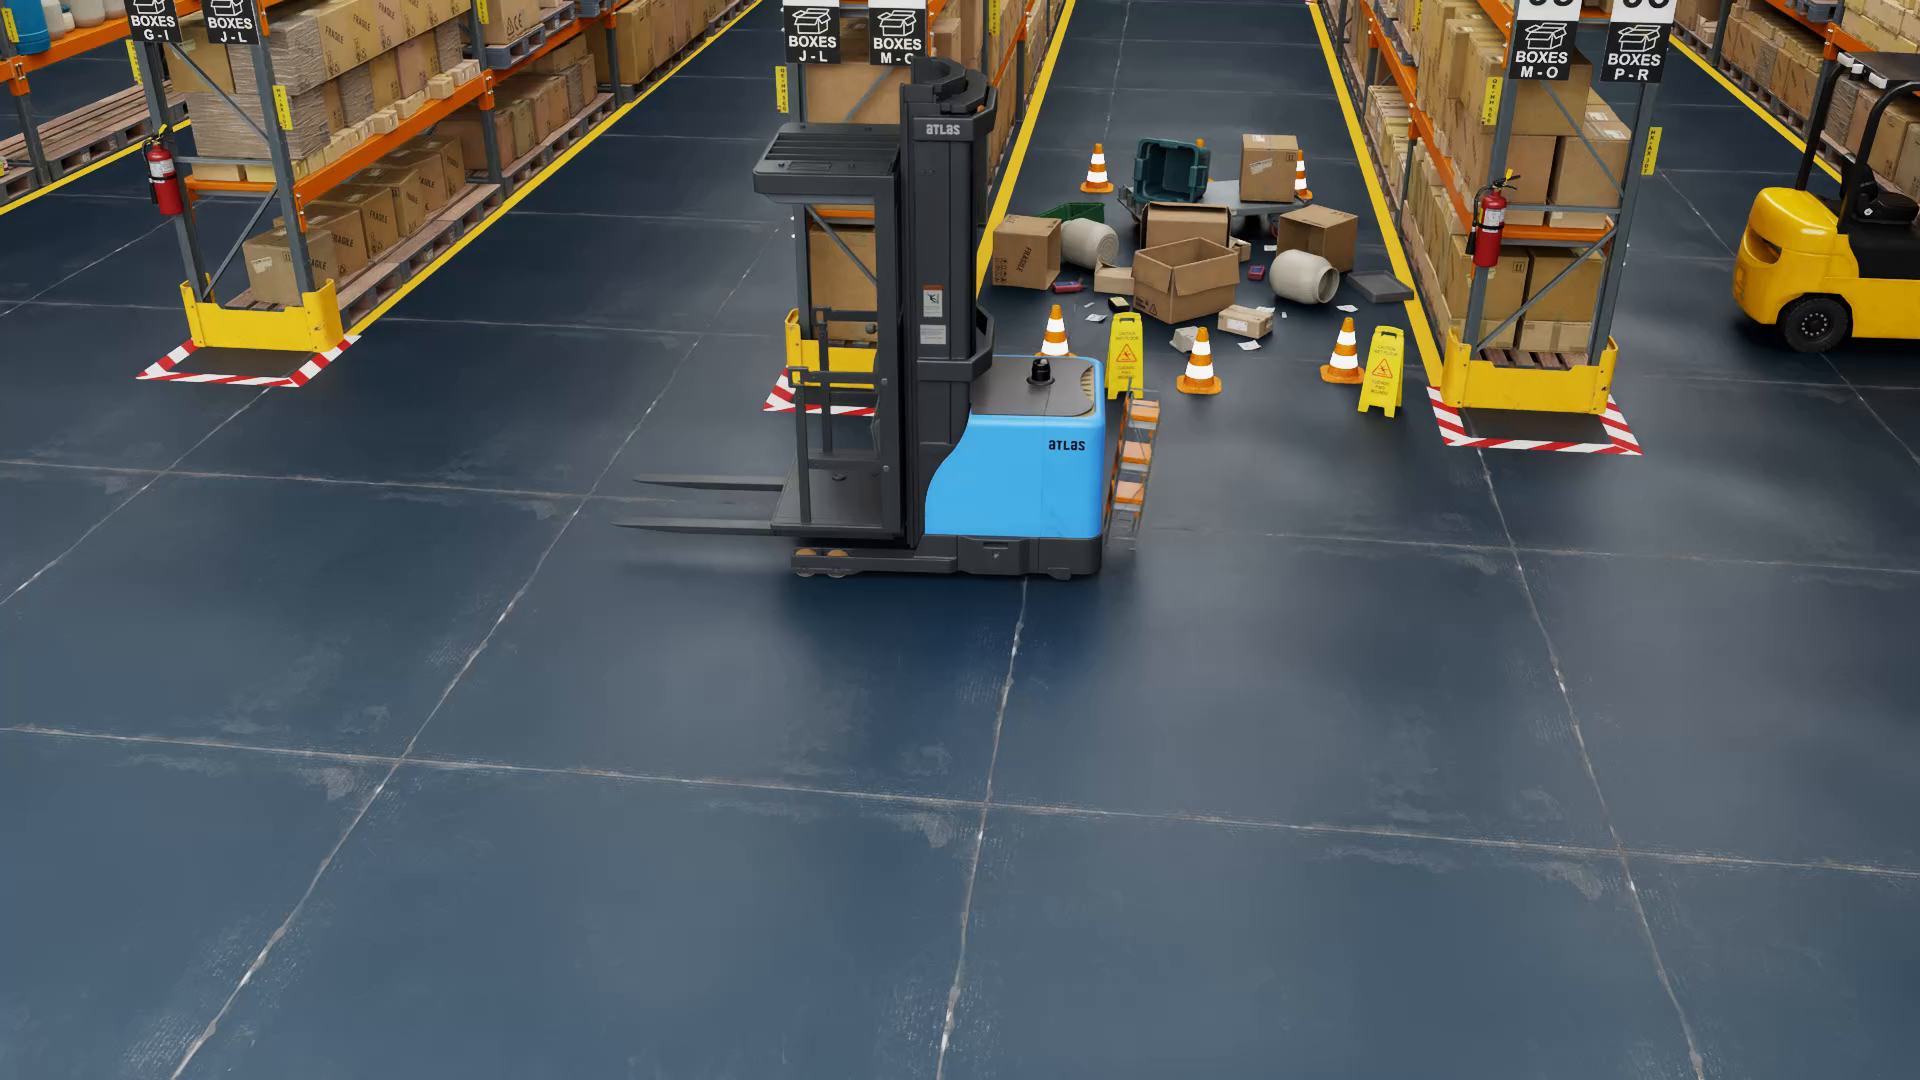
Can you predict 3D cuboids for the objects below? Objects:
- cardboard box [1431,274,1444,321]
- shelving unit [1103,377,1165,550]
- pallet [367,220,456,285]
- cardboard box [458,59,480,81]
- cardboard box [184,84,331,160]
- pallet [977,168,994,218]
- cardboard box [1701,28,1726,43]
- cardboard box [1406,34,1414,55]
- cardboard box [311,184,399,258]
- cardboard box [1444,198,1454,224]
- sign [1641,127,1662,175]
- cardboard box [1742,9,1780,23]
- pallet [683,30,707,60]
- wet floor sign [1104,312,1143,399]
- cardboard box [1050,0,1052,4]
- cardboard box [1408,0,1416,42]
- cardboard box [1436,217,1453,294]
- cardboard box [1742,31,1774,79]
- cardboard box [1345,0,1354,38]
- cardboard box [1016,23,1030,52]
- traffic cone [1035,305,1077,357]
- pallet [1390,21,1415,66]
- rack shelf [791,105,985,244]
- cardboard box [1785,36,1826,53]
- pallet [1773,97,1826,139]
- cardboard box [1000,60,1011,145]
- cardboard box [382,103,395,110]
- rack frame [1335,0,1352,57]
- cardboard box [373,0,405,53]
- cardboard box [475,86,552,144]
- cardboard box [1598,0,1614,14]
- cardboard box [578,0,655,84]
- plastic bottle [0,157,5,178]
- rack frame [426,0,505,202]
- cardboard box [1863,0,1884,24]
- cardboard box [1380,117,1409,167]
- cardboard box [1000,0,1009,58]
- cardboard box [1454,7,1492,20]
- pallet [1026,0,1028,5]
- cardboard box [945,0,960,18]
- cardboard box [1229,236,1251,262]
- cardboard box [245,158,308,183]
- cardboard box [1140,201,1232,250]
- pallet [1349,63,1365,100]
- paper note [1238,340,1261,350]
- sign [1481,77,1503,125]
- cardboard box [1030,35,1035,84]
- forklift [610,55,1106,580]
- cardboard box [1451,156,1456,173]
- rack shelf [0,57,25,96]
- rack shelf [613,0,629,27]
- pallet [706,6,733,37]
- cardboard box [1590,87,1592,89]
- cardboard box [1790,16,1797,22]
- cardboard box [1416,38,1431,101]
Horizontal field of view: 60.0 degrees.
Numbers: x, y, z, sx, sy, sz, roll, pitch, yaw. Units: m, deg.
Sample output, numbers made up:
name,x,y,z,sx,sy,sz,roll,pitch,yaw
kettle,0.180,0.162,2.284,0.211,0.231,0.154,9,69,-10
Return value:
name,x,y,z,sx,sy,sz,roll,pitch,yaw
cardboard box,4.105,-1.938,13.433,0.500,0.250,0.500,3,29,6
shelving unit,1.067,-0.466,10.278,0.215,1.050,0.252,7,28,-1
pallet,-5.337,-2.661,15.259,1.003,0.211,1.213,3,28,6
cardboard box,-4.878,-4.554,16.097,0.380,0.149,0.250,3,28,6
cardboard box,-5.539,-3.332,13.145,0.875,0.500,0.500,3,28,6
pallet,-0.213,-3.587,16.977,1.003,0.211,1.213,3,28,6
cardboard box,10.376,-6.895,22.741,0.380,0.149,0.250,3,28,5
cardboard box,4.527,-4.786,16.085,0.380,0.149,0.250,3,28,5
cardboard box,-5.405,-2.854,14.870,0.500,0.500,0.500,6,29,11
cardboard box,4.054,-2.601,13.189,0.380,0.149,0.250,4,29,7
sign,4.741,-2.674,11.429,0.100,0.325,0.005,3,28,6
cardboard box,10.334,-6.768,21.450,0.380,0.149,0.250,3,28,5
pallet,-4.183,-6.953,23.226,1.003,0.211,1.213,3,28,6
wet floor sign,1.239,-1.399,12.458,0.267,0.644,0.232,-1,28,-3
cardboard box,1.138,-7.922,24.333,0.380,0.149,0.250,5,29,9
cardboard box,4.581,-5.031,15.856,0.500,0.500,0.500,4,29,6
cardboard box,4.102,-2.267,13.252,0.500,0.500,0.500,4,29,8
cardboard box,10.196,-6.070,20.839,0.500,0.500,0.500,3,28,5
cardboard box,5.856,-7.319,23.223,0.875,0.438,0.875,3,28,5
cardboard box,0.582,-6.055,20.020,0.500,0.250,0.500,2,28,4
traffic cone,0.751,-1.615,13.051,0.336,0.463,0.334,3,28,6
pallet,4.980,-5.071,16.994,1.003,0.211,1.213,3,28,6
rack shelf,-0.478,-3.189,14.057,1.077,0.370,4.000,3,28,6
cardboard box,10.104,-5.911,19.860,0.380,0.149,0.250,3,28,5
pallet,10.238,-4.925,19.460,1.003,0.211,1.213,3,28,6
cardboard box,-0.010,-4.831,18.276,1.050,0.750,0.750,4,29,7
cardboard box,-5.183,-3.735,14.578,0.380,0.149,0.250,3,28,6
rack frame,5.672,-7.973,22.178,1.000,3.000,0.127,3,28,6
cardboard box,-5.112,-4.464,14.193,0.500,0.500,0.500,3,28,6
cardboard box,-4.901,-4.651,18.183,0.700,0.500,0.500,1,28,2
cardboard box,4.565,-3.671,11.296,0.380,0.149,0.250,3,28,6
cardboard box,-4.548,-6.239,20.757,1.225,0.875,0.875,2,28,4
plastic bottle,-9.790,-3.823,16.875,0.061,0.283,0.133,5,29,9
rack frame,-5.143,-4.783,16.257,1.000,3.000,0.127,3,28,6
cardboard box,9.750,-5.527,17.269,0.500,0.250,0.500,4,29,8
cardboard box,4.922,-4.148,17.406,0.950,0.372,0.625,4,29,8
cardboard box,0.224,-5.196,16.918,0.500,0.500,0.500,3,28,6
cardboard box,4.277,-3.903,13.151,0.700,0.500,0.500,3,28,6
pallet,0.239,-6.587,19.808,1.213,0.211,1.003,3,28,6
cardboard box,-0.467,-4.305,14.073,0.875,0.550,0.550,3,28,6
cardboard box,2.462,-2.744,15.356,0.258,0.266,0.396,-17,33,-29
cardboard box,-5.362,-2.910,13.045,0.380,0.149,0.250,3,28,6
cardboard box,2.011,-2.699,14.879,0.797,0.637,0.503,3,28,6
pallet,5.506,-5.801,21.088,1.003,0.211,1.213,3,28,6
paper note,2.342,-1.577,13.438,0.148,0.019,0.142,-6,29,-11
sign,3.654,-3.015,11.421,0.100,0.325,0.005,3,28,6
cardboard box,0.655,-5.969,20.652,0.500,0.500,0.500,4,29,7
forklift,-0.629,-1.309,9.882,3.031,2.935,1.130,2,28,3
cardboard box,4.123,-3.008,13.228,0.380,0.149,0.250,3,28,6
rack shelf,-10.304,-3.812,15.214,1.077,0.370,4.000,3,28,6
rack shelf,-4.408,-7.290,21.670,1.077,0.370,4.000,3,28,6
pallet,-3.992,-7.674,24.564,1.003,0.211,1.213,3,28,6
cardboard box,4.711,-3.430,13.326,0.500,0.500,0.500,3,28,5
cardboard box,10.792,-6.627,21.189,0.380,0.149,0.250,4,29,7
cardboard box,4.362,-4.191,14.739,0.500,0.500,0.500,3,28,6
